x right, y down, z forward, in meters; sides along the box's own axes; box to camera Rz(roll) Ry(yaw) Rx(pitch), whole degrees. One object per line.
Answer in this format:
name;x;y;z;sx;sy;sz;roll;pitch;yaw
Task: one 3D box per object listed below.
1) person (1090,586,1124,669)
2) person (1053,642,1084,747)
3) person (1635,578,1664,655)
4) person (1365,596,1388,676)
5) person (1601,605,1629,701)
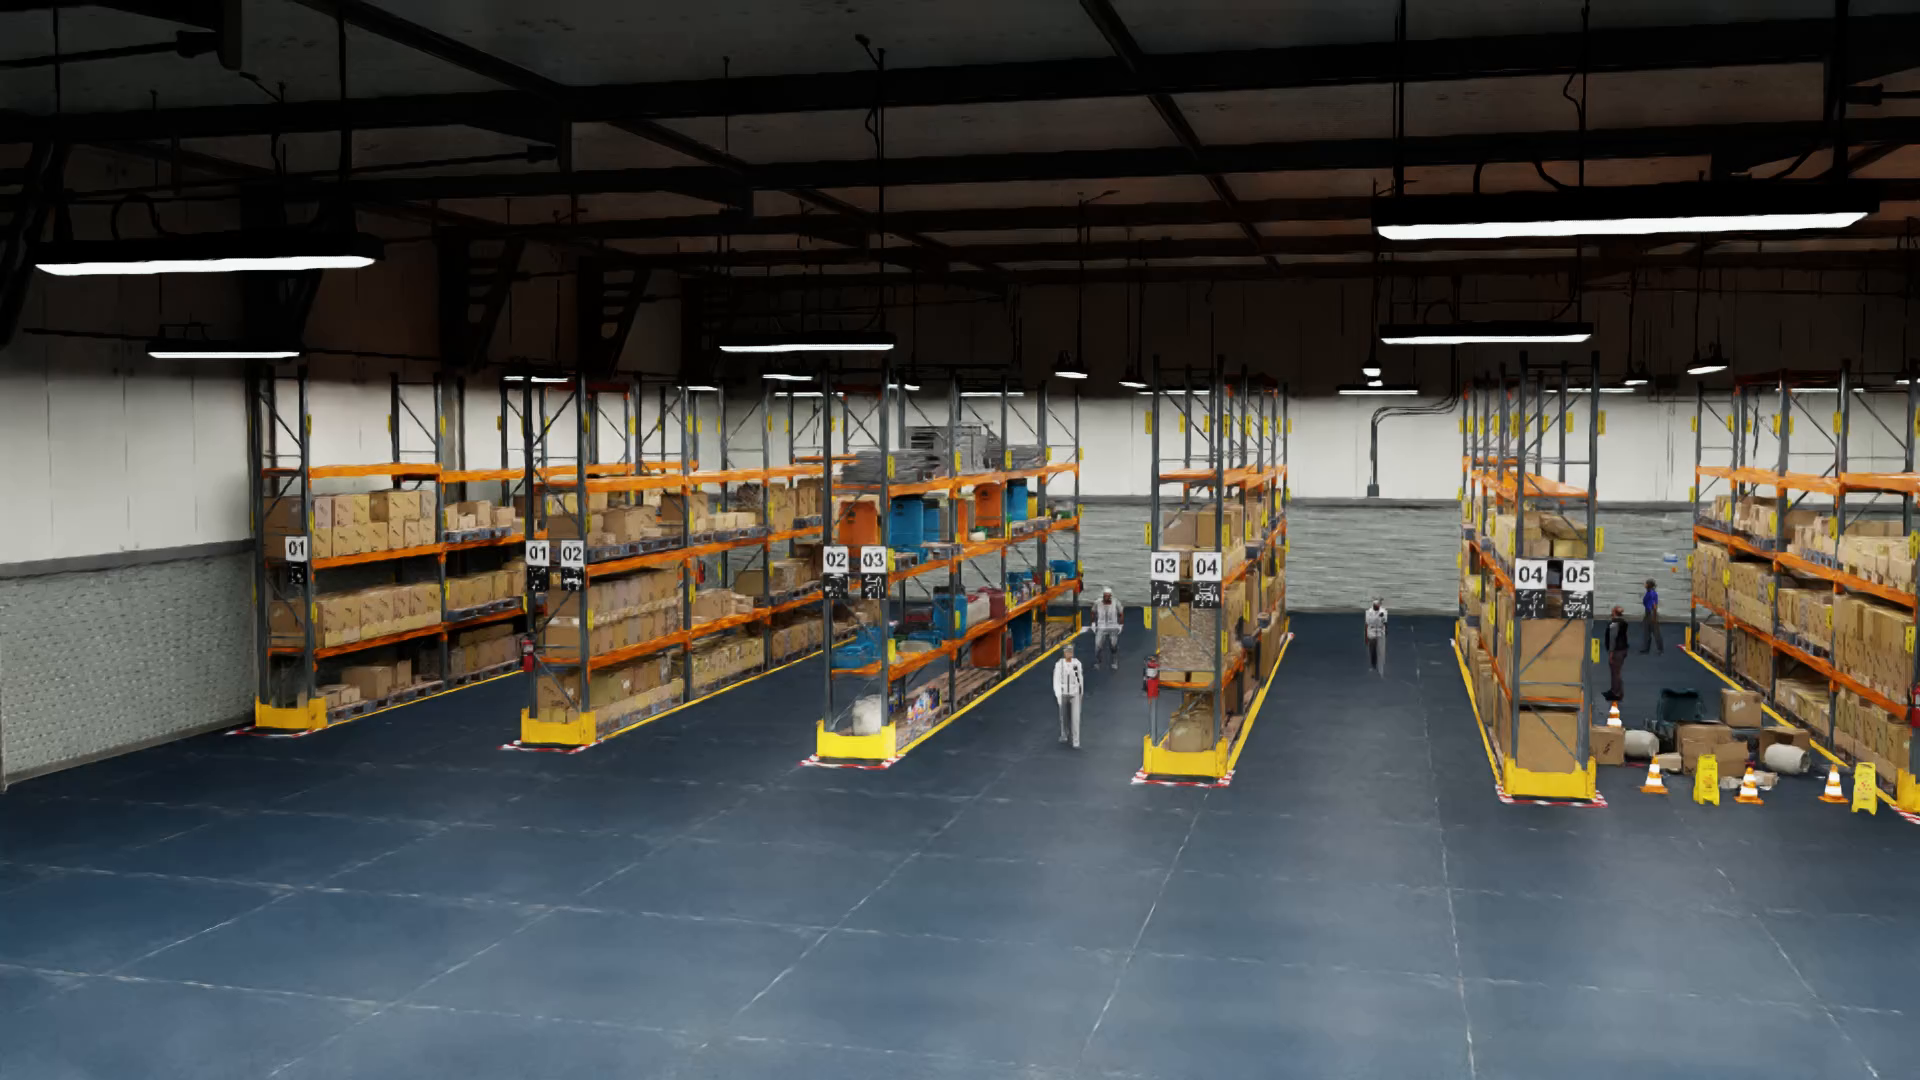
person;3.005;1.799;34.008;0.702;1.735;0.549;1;4;12
person;1.688;2.385;25.952;0.483;1.621;0.993;0;4;6
person;15.129;1.665;36.369;0.494;1.657;0.575;0;4;4
person;8.328;1.896;33.290;0.447;1.589;1.088;1;4;17
person;11.910;2.041;30.293;0.494;1.725;0.578;4;5;44
